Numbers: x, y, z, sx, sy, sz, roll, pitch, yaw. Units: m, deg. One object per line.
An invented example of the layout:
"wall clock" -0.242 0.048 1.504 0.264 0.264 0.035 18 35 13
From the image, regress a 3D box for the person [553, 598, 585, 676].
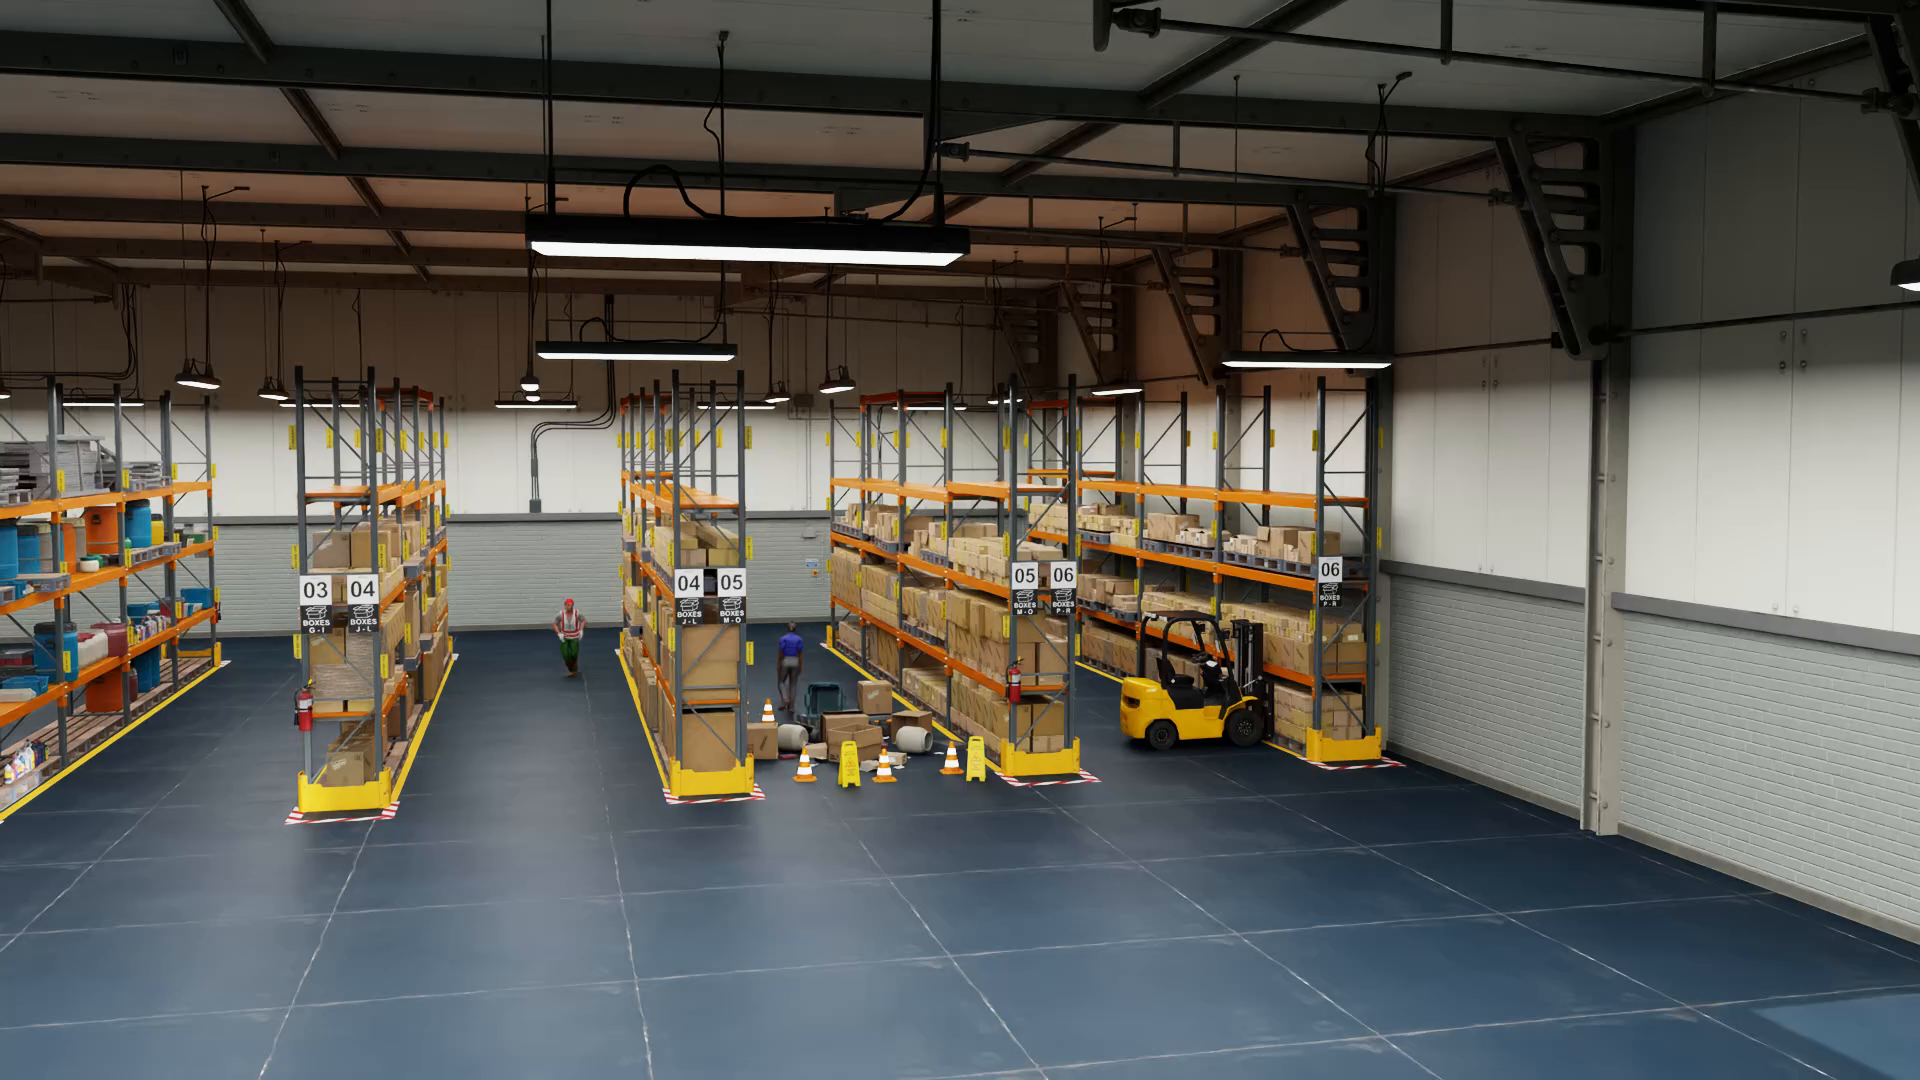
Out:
"person" -8.286 2.062 35.255 0.652 1.686 0.630 0 3 -5

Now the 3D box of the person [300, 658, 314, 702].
"person" -12.456 2.278 31.967 0.462 1.579 1.037 -1 3 -10

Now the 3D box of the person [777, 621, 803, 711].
"person" -3.135 2.335 30.707 0.486 1.657 0.413 -1 3 -12

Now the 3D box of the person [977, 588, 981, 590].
"person" 0.514 1.854 38.700 0.417 1.681 0.503 2 4 33
